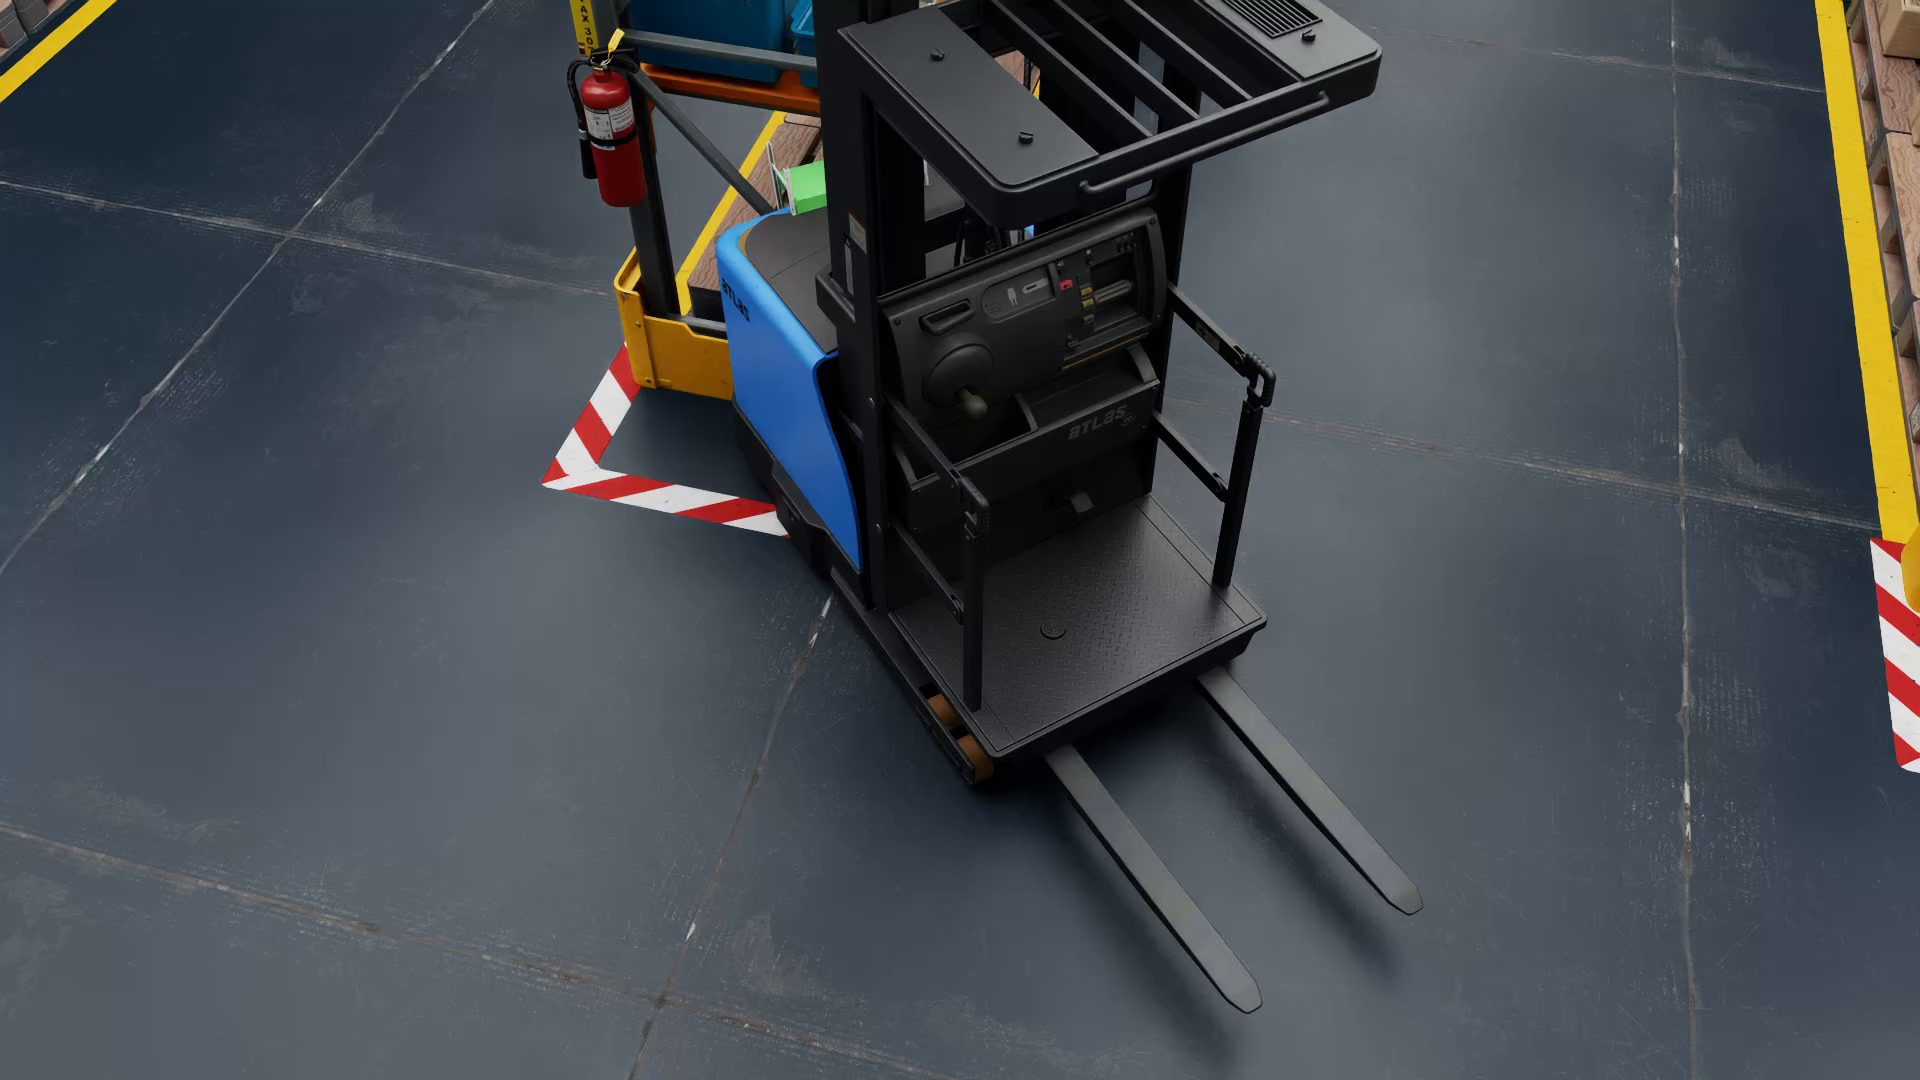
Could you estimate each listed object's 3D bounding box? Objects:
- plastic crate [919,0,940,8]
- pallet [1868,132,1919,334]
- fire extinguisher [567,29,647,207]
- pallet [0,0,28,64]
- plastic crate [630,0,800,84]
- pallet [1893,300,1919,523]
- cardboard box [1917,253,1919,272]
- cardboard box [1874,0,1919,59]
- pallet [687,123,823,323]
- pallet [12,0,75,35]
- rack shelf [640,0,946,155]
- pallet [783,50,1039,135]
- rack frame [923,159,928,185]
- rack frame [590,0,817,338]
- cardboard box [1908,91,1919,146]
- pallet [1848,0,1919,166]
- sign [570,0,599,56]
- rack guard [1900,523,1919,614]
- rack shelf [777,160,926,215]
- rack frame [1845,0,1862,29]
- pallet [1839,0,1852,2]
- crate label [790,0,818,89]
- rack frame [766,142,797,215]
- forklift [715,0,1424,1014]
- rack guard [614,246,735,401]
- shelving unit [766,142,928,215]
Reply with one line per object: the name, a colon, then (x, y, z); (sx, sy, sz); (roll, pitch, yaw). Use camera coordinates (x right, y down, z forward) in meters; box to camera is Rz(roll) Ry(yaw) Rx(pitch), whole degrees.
plastic crate: (-0.211, -1.926, 6.085); (0.250, 0.136, 0.298); (12, 50, 10)
pallet: (4.572, -1.272, 7.232); (1.003, 0.211, 1.213); (12, 50, 10)
fire extinguisher: (-1.236, -1.495, 5.869); (0.296, 0.674, 0.183); (12, 50, 10)
pallet: (-5.401, -2.312, 8.150); (1.003, 0.211, 1.213); (12, 50, 10)
plastic crate: (-0.850, -1.974, 5.928); (0.616, 0.435, 0.499); (12, 50, 10)
pallet: (4.249, -0.393, 6.456); (1.003, 0.211, 1.213); (12, 50, 10)
cardboard box: (4.204, -1.042, 6.710); (0.500, 0.250, 0.500); (12, 50, 10)
cardboard box: (4.753, -2.572, 8.019); (0.500, 0.311, 0.500); (12, 50, 10)
pallet: (-0.503, -1.330, 7.283); (1.003, 0.211, 1.213); (12, 50, 10)
pallet: (-5.078, -3.192, 8.926); (1.003, 0.211, 1.213); (12, 50, 10)
rack shelf: (-0.232, -2.872, 7.264); (1.077, 0.370, 4.000); (12, 50, 10)
pallet: (-0.180, -2.210, 8.059); (1.003, 0.211, 1.213); (12, 50, 10)
rack frame: (-0.125, -1.020, 6.251); (0.015, 1.200, 0.240); (-18, 41, -13)
rack frame: (-0.758, -1.664, 5.718); (1.000, 3.000, 0.127); (12, 50, 10)
cardboard box: (4.535, -1.896, 7.519); (0.380, 0.166, 0.250); (12, 50, 10)
pallet: (4.891, -2.157, 8.014); (1.003, 0.211, 1.213); (12, 50, 10)
sign: (-1.293, -1.815, 5.742); (0.100, 0.325, 0.005); (12, 50, 10)
rack guard: (4.040, 0.089, 5.838); (1.175, 0.500, 0.348); (12, 50, 10)
rack shelf: (-0.390, -1.262, 5.929); (0.480, 0.148, 0.258); (-18, 41, -13)
rack frame: (5.073, -3.577, 7.406); (1.000, 3.000, 0.127); (12, 50, 10)
pallet: (5.250, -3.250, 8.978); (1.003, 0.211, 1.213); (12, 50, 10)
crate label: (-0.375, -1.742, 5.858); (0.416, 0.233, 0.303); (12, 50, 10)
rack frame: (-0.577, -0.872, 6.142); (0.015, 1.200, 0.240); (-18, 41, -13)
forklift: (0.325, -0.566, 4.795); (1.130, 2.935, 3.031); (-24, 53, -20)
rack guard: (-0.752, -0.817, 6.637); (1.175, 0.500, 0.348); (12, 50, 10)
shelving unit: (-0.351, -0.946, 6.196); (0.503, 1.200, 0.258); (-18, 41, -13)
